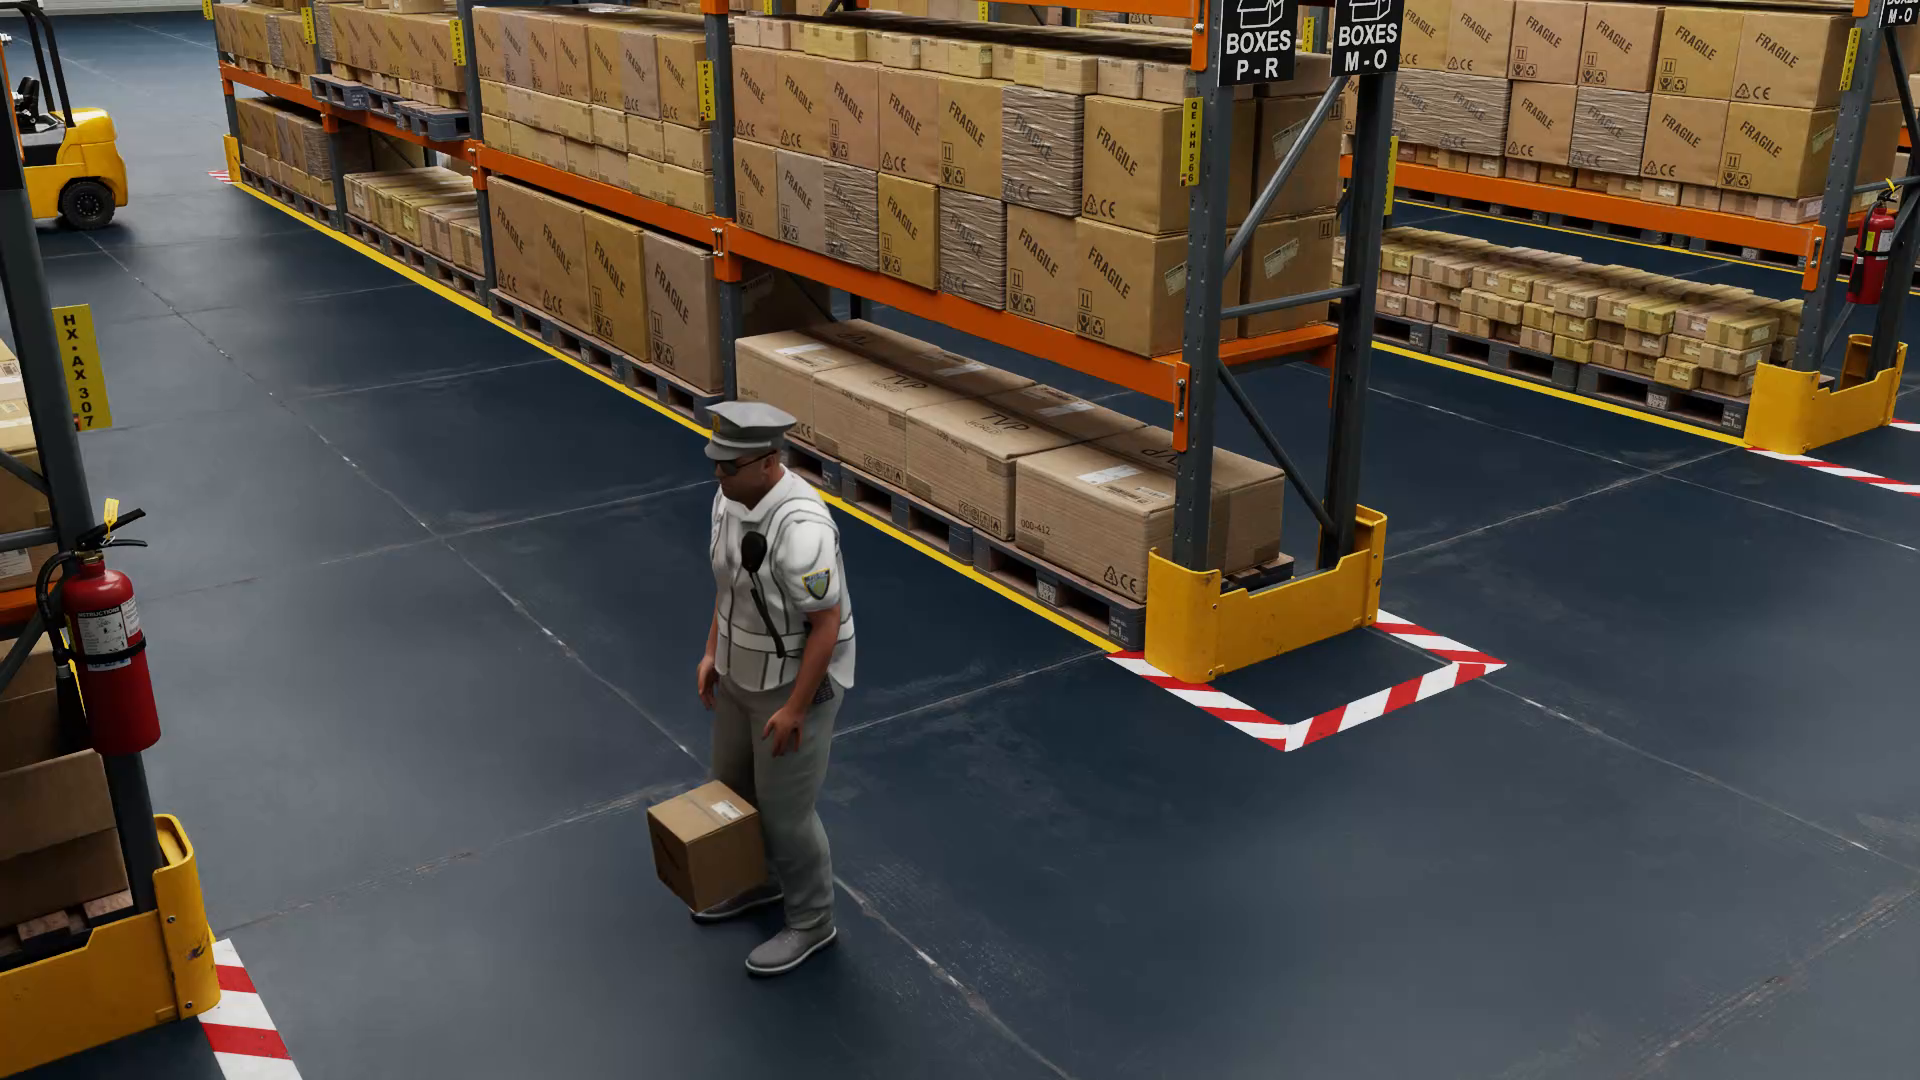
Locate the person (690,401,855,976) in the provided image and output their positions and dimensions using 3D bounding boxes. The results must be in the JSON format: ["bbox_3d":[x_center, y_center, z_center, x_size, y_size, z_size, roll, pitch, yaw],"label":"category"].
[{"bbox_3d":[-0.559,0.420,4.986,0.444,1.750,0.566,-15,26,-34],"label":"person"}]
